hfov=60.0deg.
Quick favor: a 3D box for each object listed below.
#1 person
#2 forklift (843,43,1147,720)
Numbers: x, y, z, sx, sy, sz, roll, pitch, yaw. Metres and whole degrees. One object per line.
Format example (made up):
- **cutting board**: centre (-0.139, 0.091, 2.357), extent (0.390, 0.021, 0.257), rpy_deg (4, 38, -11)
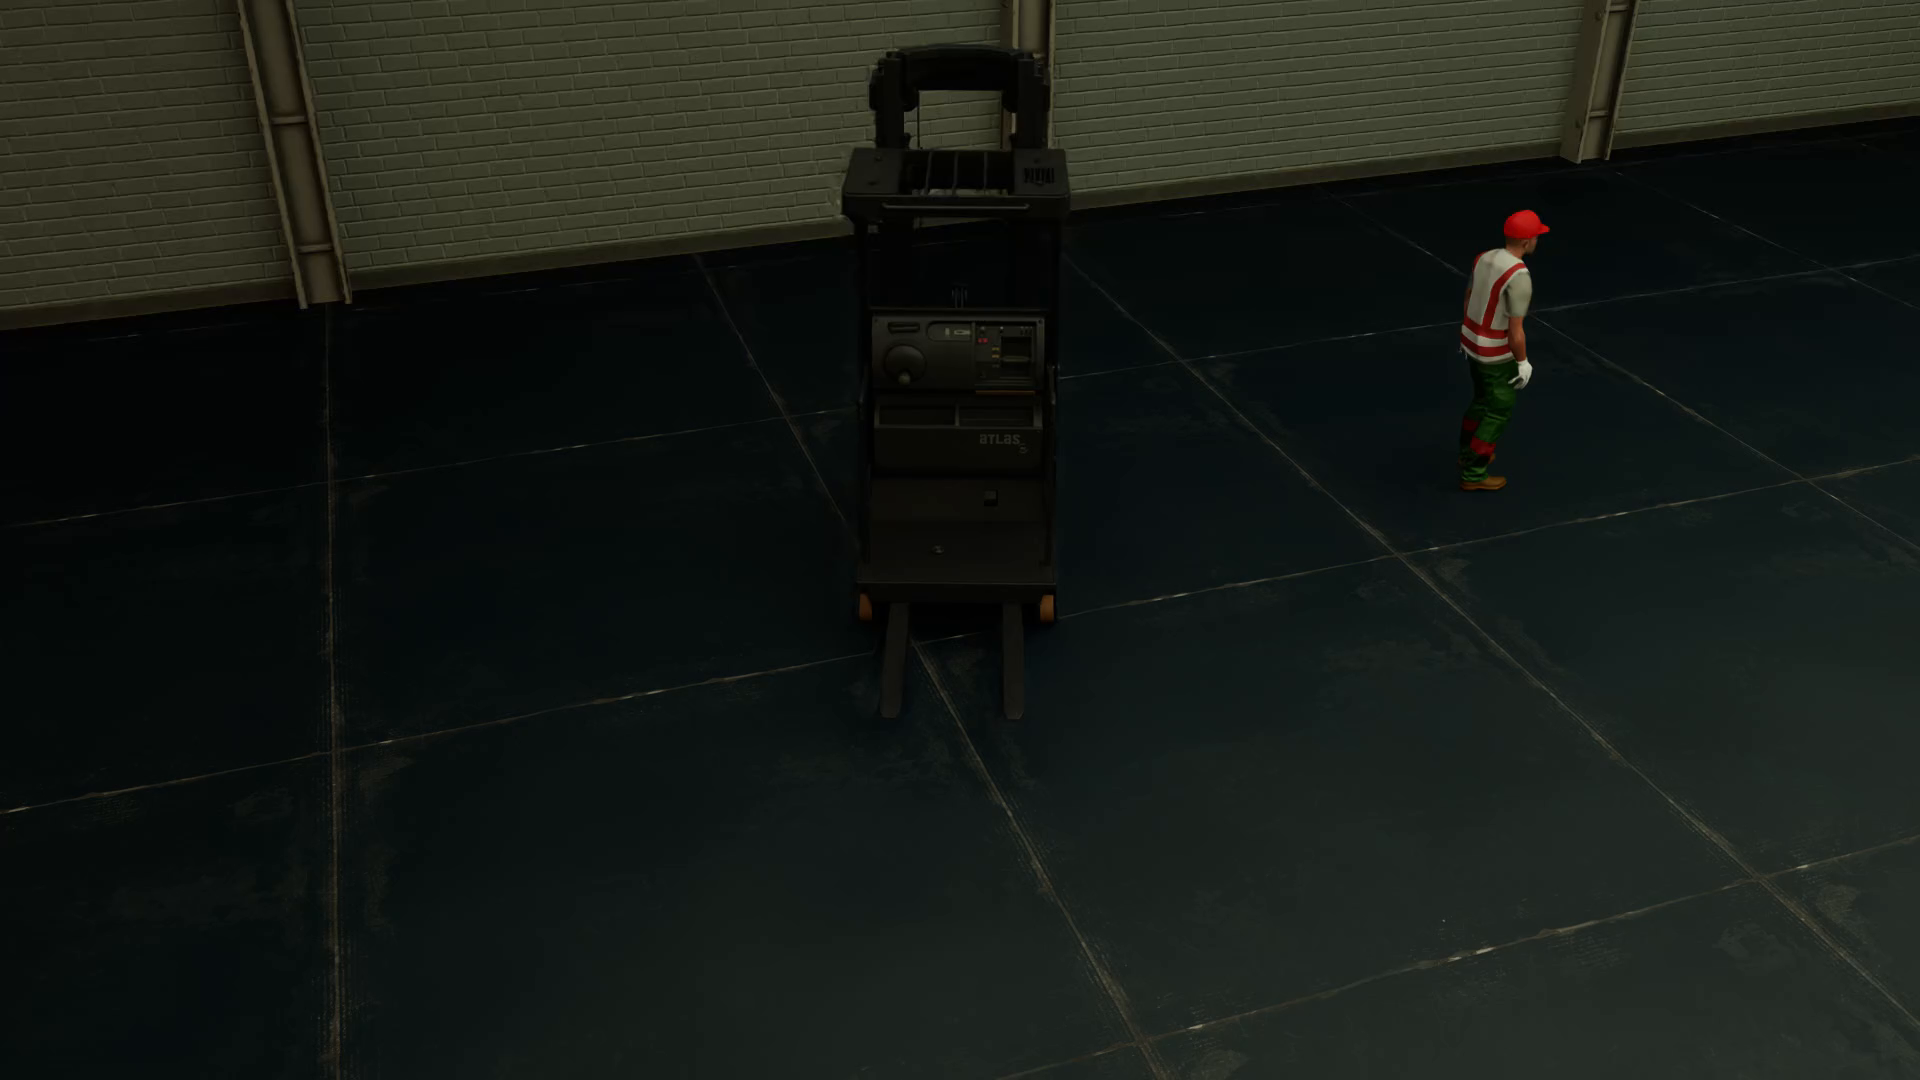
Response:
- **person**: centre (3.329, -1.173, 10.286), extent (0.440, 1.778, 0.608), rpy_deg (-7, 31, -11)
- **forklift**: centre (0.178, -0.979, 8.788), extent (1.130, 2.935, 3.031), rpy_deg (-8, 31, -14)
